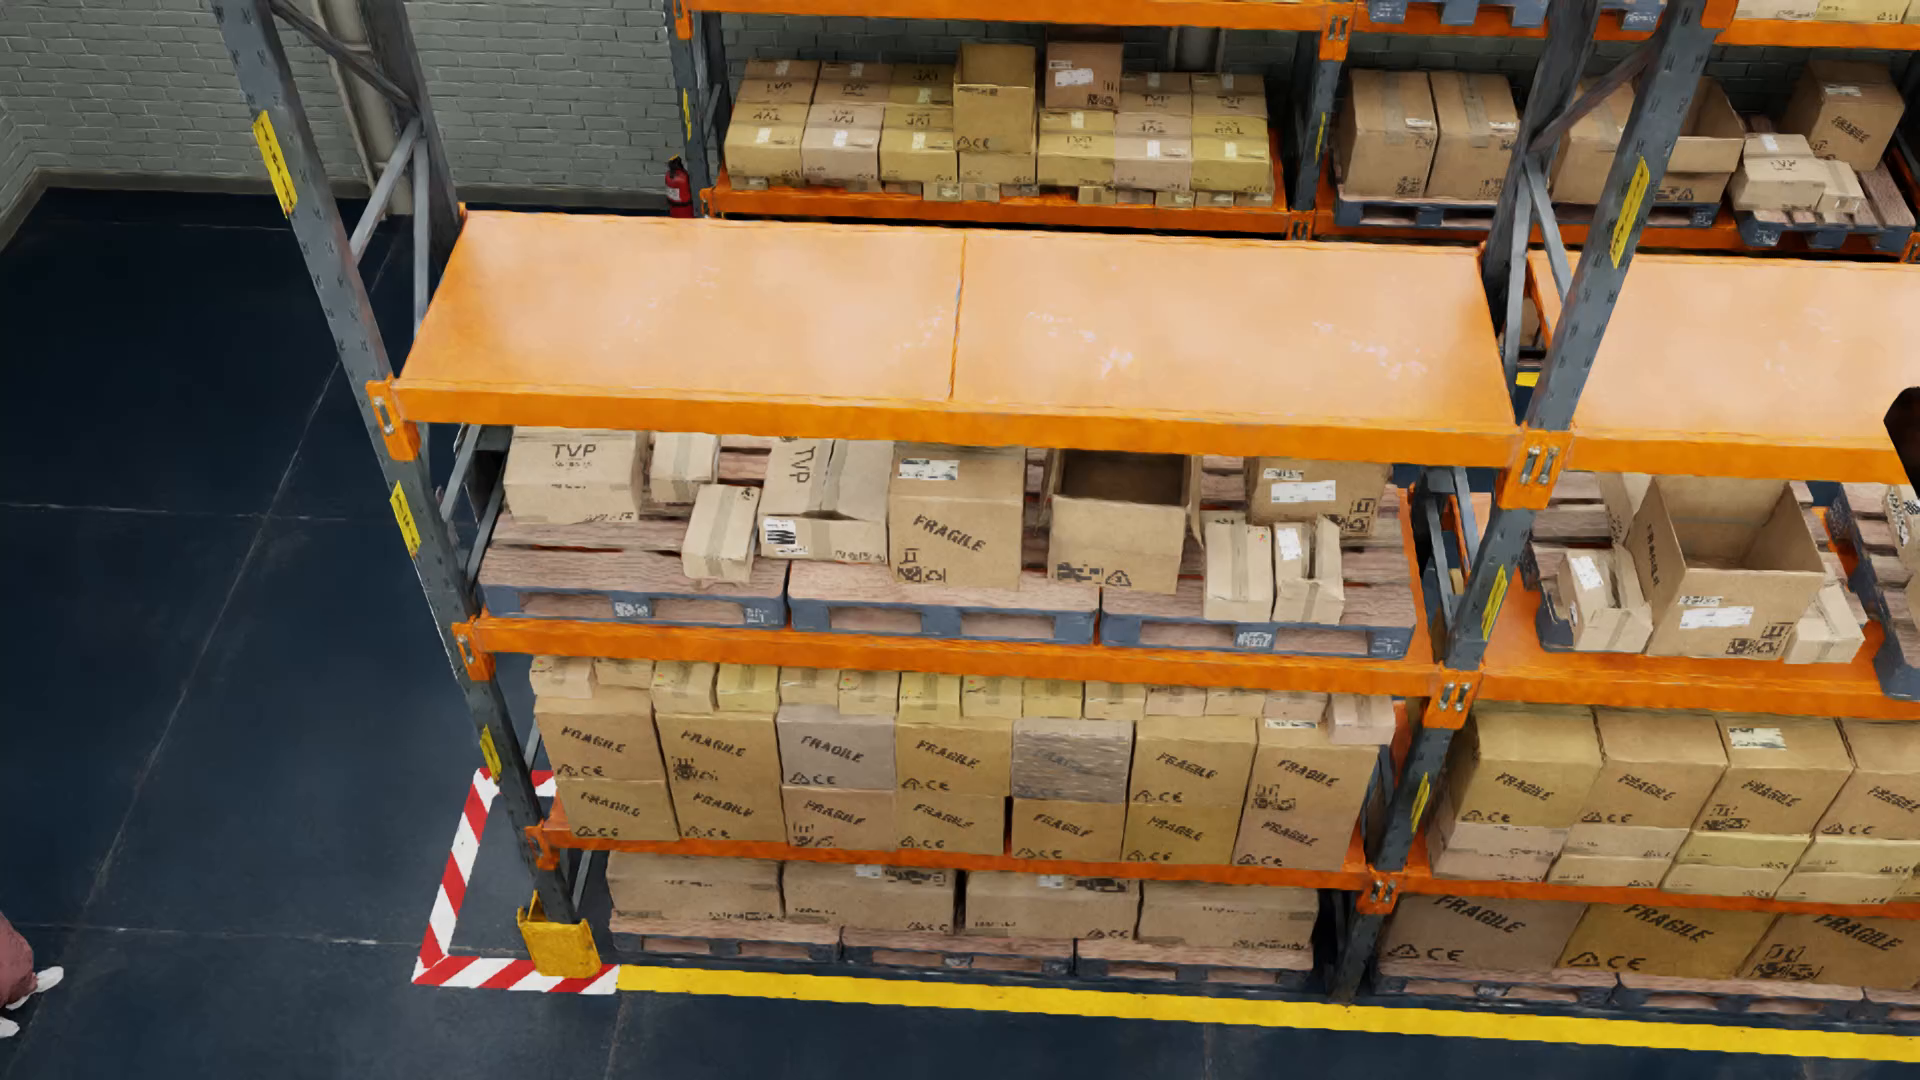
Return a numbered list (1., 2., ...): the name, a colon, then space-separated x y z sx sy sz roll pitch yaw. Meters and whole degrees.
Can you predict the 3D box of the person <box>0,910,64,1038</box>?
1. person: -4.850 1.819 7.981 0.505 1.664 0.510 -26 53 -22
